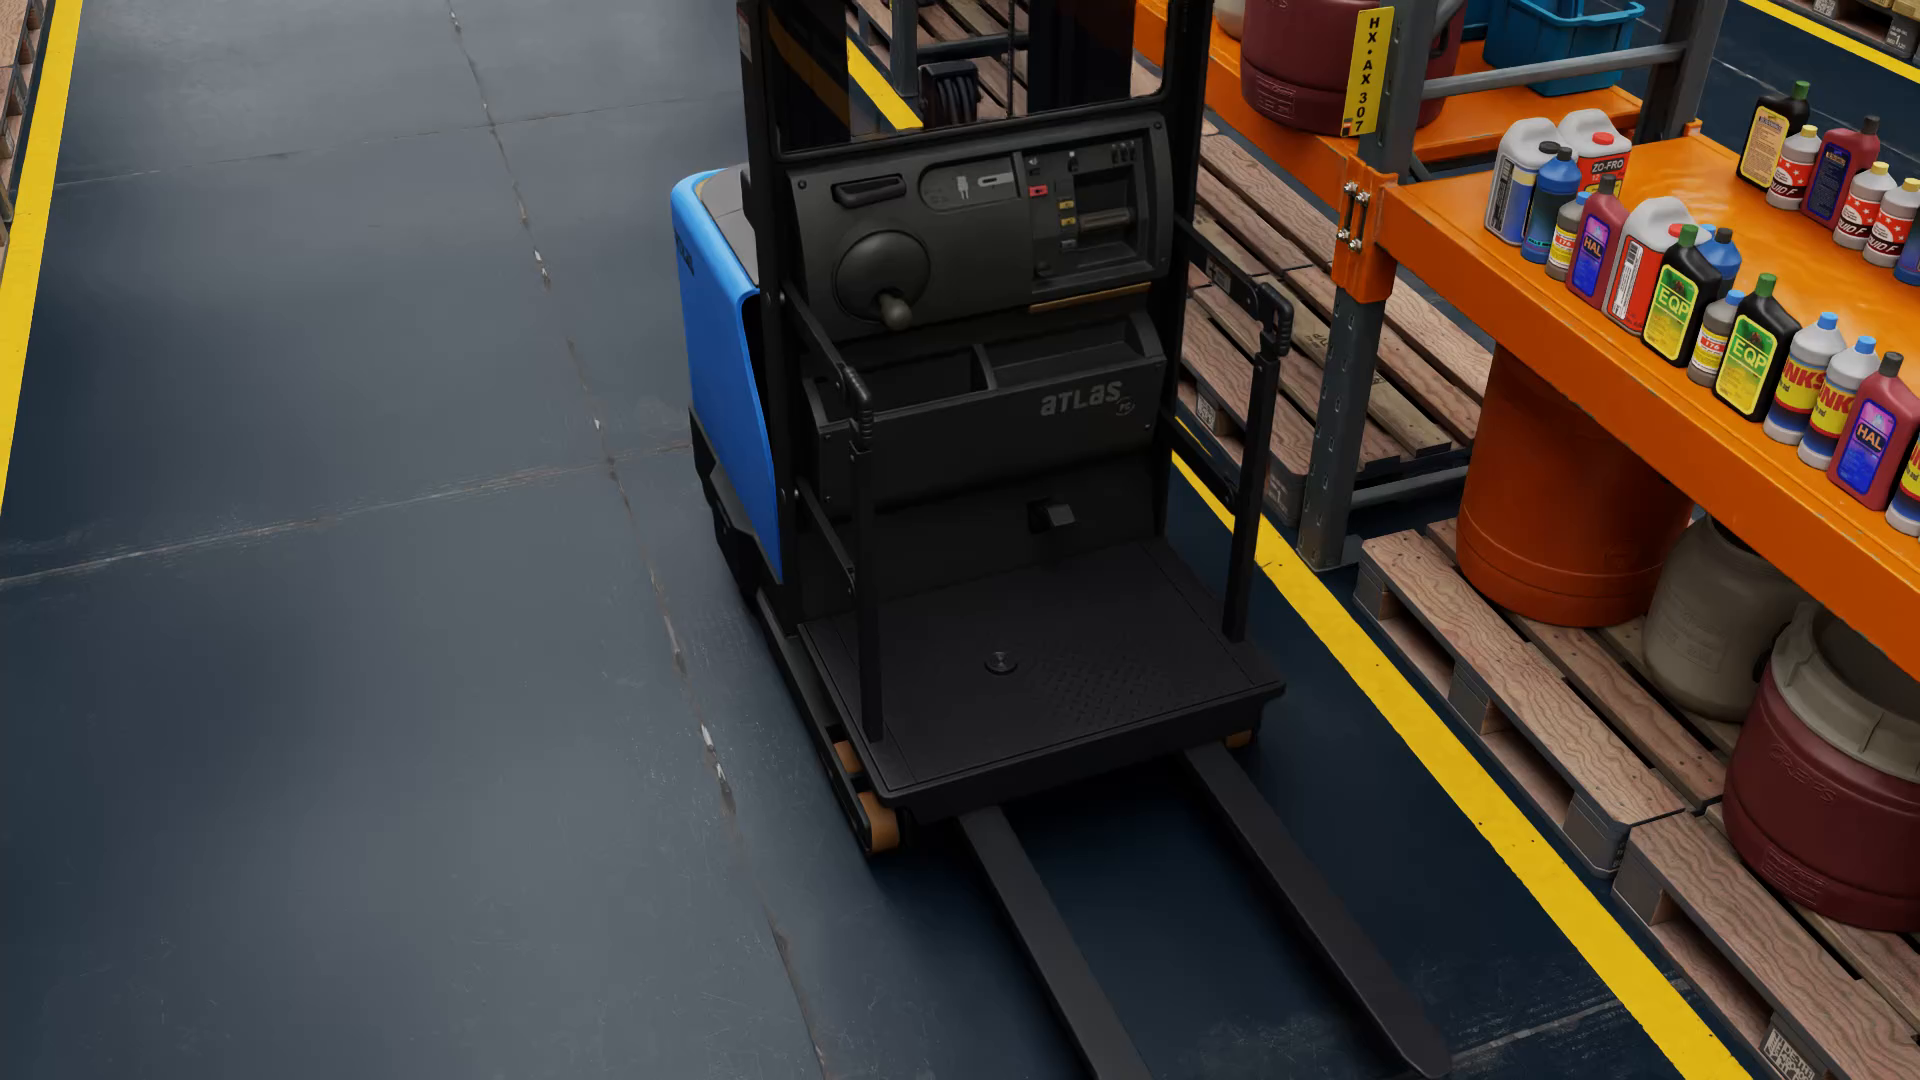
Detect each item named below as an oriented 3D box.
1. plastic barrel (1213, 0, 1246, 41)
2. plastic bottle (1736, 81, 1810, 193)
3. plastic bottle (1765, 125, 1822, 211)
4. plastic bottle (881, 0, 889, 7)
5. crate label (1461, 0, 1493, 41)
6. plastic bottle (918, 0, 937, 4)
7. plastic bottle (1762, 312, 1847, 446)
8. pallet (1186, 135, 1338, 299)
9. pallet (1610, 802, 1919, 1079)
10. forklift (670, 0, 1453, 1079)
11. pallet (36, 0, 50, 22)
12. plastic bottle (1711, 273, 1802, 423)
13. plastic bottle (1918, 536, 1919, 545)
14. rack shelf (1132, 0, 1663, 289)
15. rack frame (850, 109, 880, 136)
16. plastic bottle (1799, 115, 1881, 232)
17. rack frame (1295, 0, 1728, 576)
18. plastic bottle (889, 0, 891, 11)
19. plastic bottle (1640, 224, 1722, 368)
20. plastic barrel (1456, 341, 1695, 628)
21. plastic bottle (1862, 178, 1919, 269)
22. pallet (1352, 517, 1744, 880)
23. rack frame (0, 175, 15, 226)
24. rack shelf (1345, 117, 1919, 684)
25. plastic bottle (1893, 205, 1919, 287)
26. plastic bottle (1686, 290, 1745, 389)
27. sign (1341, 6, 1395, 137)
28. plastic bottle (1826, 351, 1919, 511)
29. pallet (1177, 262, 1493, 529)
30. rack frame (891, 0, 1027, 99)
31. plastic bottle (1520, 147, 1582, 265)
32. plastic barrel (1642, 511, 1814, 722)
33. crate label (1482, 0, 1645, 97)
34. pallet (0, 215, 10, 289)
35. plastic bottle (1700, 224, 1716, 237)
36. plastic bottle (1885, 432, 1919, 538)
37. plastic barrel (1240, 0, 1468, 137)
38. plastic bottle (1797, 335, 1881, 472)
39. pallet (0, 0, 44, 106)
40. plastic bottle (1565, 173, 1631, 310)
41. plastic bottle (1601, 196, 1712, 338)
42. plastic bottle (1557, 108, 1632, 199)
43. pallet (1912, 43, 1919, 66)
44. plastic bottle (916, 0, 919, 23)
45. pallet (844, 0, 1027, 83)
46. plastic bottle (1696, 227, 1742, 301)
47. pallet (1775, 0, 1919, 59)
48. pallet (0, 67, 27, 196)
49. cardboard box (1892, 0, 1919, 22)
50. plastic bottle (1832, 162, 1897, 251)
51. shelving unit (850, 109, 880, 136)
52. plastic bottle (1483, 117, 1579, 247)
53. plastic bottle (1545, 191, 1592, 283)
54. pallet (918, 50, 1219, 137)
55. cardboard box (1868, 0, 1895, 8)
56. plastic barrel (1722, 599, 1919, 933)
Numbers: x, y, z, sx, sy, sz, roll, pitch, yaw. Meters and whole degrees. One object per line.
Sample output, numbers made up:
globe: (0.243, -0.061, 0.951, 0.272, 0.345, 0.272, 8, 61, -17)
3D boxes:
plastic barrel: (0.983, -1.808, 5.064, 0.421, 0.512, 0.421, 0, 37, 0)
plastic bottle: (2.077, -1.040, 4.234, 0.061, 0.283, 0.133, -12, 39, -16)
plastic bottle: (2.100, -0.938, 4.167, 0.097, 0.201, 0.097, 0, 37, 0)
plastic bottle: (-0.331, -2.908, 8.454, 0.144, 0.351, 0.185, -13, 39, -17)
crate label: (1.449, -1.858, 5.194, 0.502, 0.435, 0.616, -12, 39, -16)
plastic bottle: (-0.196, -2.938, 8.493, 0.144, 0.351, 0.185, -12, 39, -16)
plastic bottle: (1.682, -0.326, 3.296, 0.097, 0.271, 0.097, 0, 37, 0)
pallet: (0.891, -1.247, 6.729, 1.003, 0.211, 1.213, -12, 39, -16)
pallet: (2.264, 1.012, 3.731, 1.003, 0.211, 1.213, -12, 39, -16)
forklift: (0.149, -0.670, 3.703, 1.130, 2.935, 3.031, -13, 39, -17)
pallet: (-5.594, -3.097, 9.187, 1.003, 0.211, 1.213, -12, 39, -16)
plastic bottle: (1.625, -0.392, 3.374, 0.061, 0.283, 0.133, -12, 39, -16)
plastic bottle: (1.860, -0.082, 2.969, 0.152, 0.276, 0.135, -12, 39, -16)
rack shelf: (0.849, -2.069, 6.102, 1.077, 0.370, 4.000, -12, 39, -16)
rack frame: (-0.353, -0.944, 5.631, 0.200, 1.050, 0.008, -13, 39, -17)
plastic bottle: (2.157, -0.909, 4.061, 0.061, 0.283, 0.133, -12, 39, -16)
rack frame: (1.537, -1.227, 4.385, 1.000, 3.000, 0.127, -12, 39, -16)
plastic bottle: (-0.314, -2.780, 8.340, 0.061, 0.283, 0.133, -11, 38, -14)
plastic bottle: (1.545, -0.522, 3.547, 0.061, 0.283, 0.133, -12, 39, -16)
plastic barrel: (1.722, -0.255, 4.550, 0.600, 0.830, 0.708, -12, 39, -16)
plastic bottle: (2.213, -0.753, 3.921, 0.097, 0.201, 0.097, 0, 37, 0)
pallet: (1.848, 0.324, 4.644, 1.003, 0.211, 1.213, -12, 39, -16)
rack frame: (-4.490, -2.461, 6.024, 1.000, 3.000, 0.127, -12, 39, -16)
rack shelf: (2.226, 0.191, 3.102, 1.077, 0.370, 4.000, -12, 39, -16)
plastic bottle: (2.246, -0.726, 3.827, 0.097, 0.271, 0.097, 0, 37, 0)
plastic bottle: (1.602, -0.428, 3.490, 0.097, 0.201, 0.097, 0, 37, 0)
sign: (1.023, -1.174, 4.180, 0.100, 0.325, 0.005, -12, 39, -16)
plastic bottle: (1.738, -0.206, 3.128, 0.061, 0.283, 0.133, -12, 39, -16)
pallet: (1.307, -0.558, 5.816, 1.003, 0.211, 1.213, -12, 39, -16)
rack frame: (0.161, -3.486, 7.385, 1.000, 3.000, 0.127, -12, 39, -16)
plastic bottle: (1.397, -0.793, 3.916, 0.097, 0.271, 0.097, 0, 37, 0)
plastic barrel: (2.000, 0.173, 4.246, 0.421, 0.512, 0.421, 0, 37, 0)
crate label: (1.744, -1.475, 4.855, 0.303, 0.233, 0.416, -12, 39, -16)
pallet: (-4.220, -0.907, 6.279, 1.003, 0.211, 1.213, -12, 39, -16)
plastic bottle: (1.653, -0.611, 3.733, 0.097, 0.201, 0.097, 0, 37, 0)
plastic bottle: (1.794, -0.140, 3.050, 0.097, 0.271, 0.097, 0, 37, 0)
plastic barrel: (1.093, -1.480, 4.609, 0.600, 0.536, 0.708, -12, 39, -16)
plastic bottle: (1.715, -0.271, 3.223, 0.097, 0.271, 0.097, 0, 37, 0)
pallet: (-5.177, -2.409, 8.273, 1.003, 0.211, 1.213, -12, 39, -16)
plastic bottle: (1.453, -0.674, 3.748, 0.061, 0.283, 0.133, -12, 39, -16)
plastic bottle: (1.542, -0.604, 3.662, 0.152, 0.276, 0.135, -12, 39, -16)
plastic bottle: (1.526, -0.897, 4.051, 0.152, 0.276, 0.135, -12, 39, -16)
pallet: (5.527, -2.297, 8.125, 1.003, 0.211, 1.213, -12, 39, -16)
plastic bottle: (-0.257, -2.685, 8.281, 0.097, 0.201, 0.097, 0, 37, 0)
pallet: (-0.031, -2.760, 8.739, 1.003, 0.211, 1.213, -12, 39, -16)
plastic bottle: (1.613, -0.544, 3.586, 0.097, 0.271, 0.097, 0, 37, 0)
pallet: (5.103, -2.988, 9.041, 1.003, 0.211, 1.213, -12, 39, -16)
pallet: (-4.754, -1.719, 7.357, 1.003, 0.211, 1.213, -12, 39, -16)
cardboard box: (5.075, -2.719, 8.303, 0.500, 0.250, 0.500, -14, 39, -17)
plastic bottle: (2.179, -0.808, 3.994, 0.097, 0.201, 0.097, 0, 37, 0)
shelving unit: (-0.308, -0.876, 5.540, 0.215, 1.050, 0.252, -13, 39, -17)
plastic bottle: (1.383, -0.866, 4.009, 0.152, 0.276, 0.135, -12, 39, -16)
plastic bottle: (1.430, -0.710, 3.864, 0.097, 0.201, 0.097, 0, 37, 0)
pallet: (0.468, -1.937, 7.646, 1.003, 0.211, 1.213, -12, 39, -16)
cardboard box: (4.894, -3.011, 8.691, 0.500, 0.250, 0.500, -11, 38, -15)
plastic barrel: (2.110, 0.480, 3.775, 0.600, 0.588, 0.708, -12, 39, -16)
